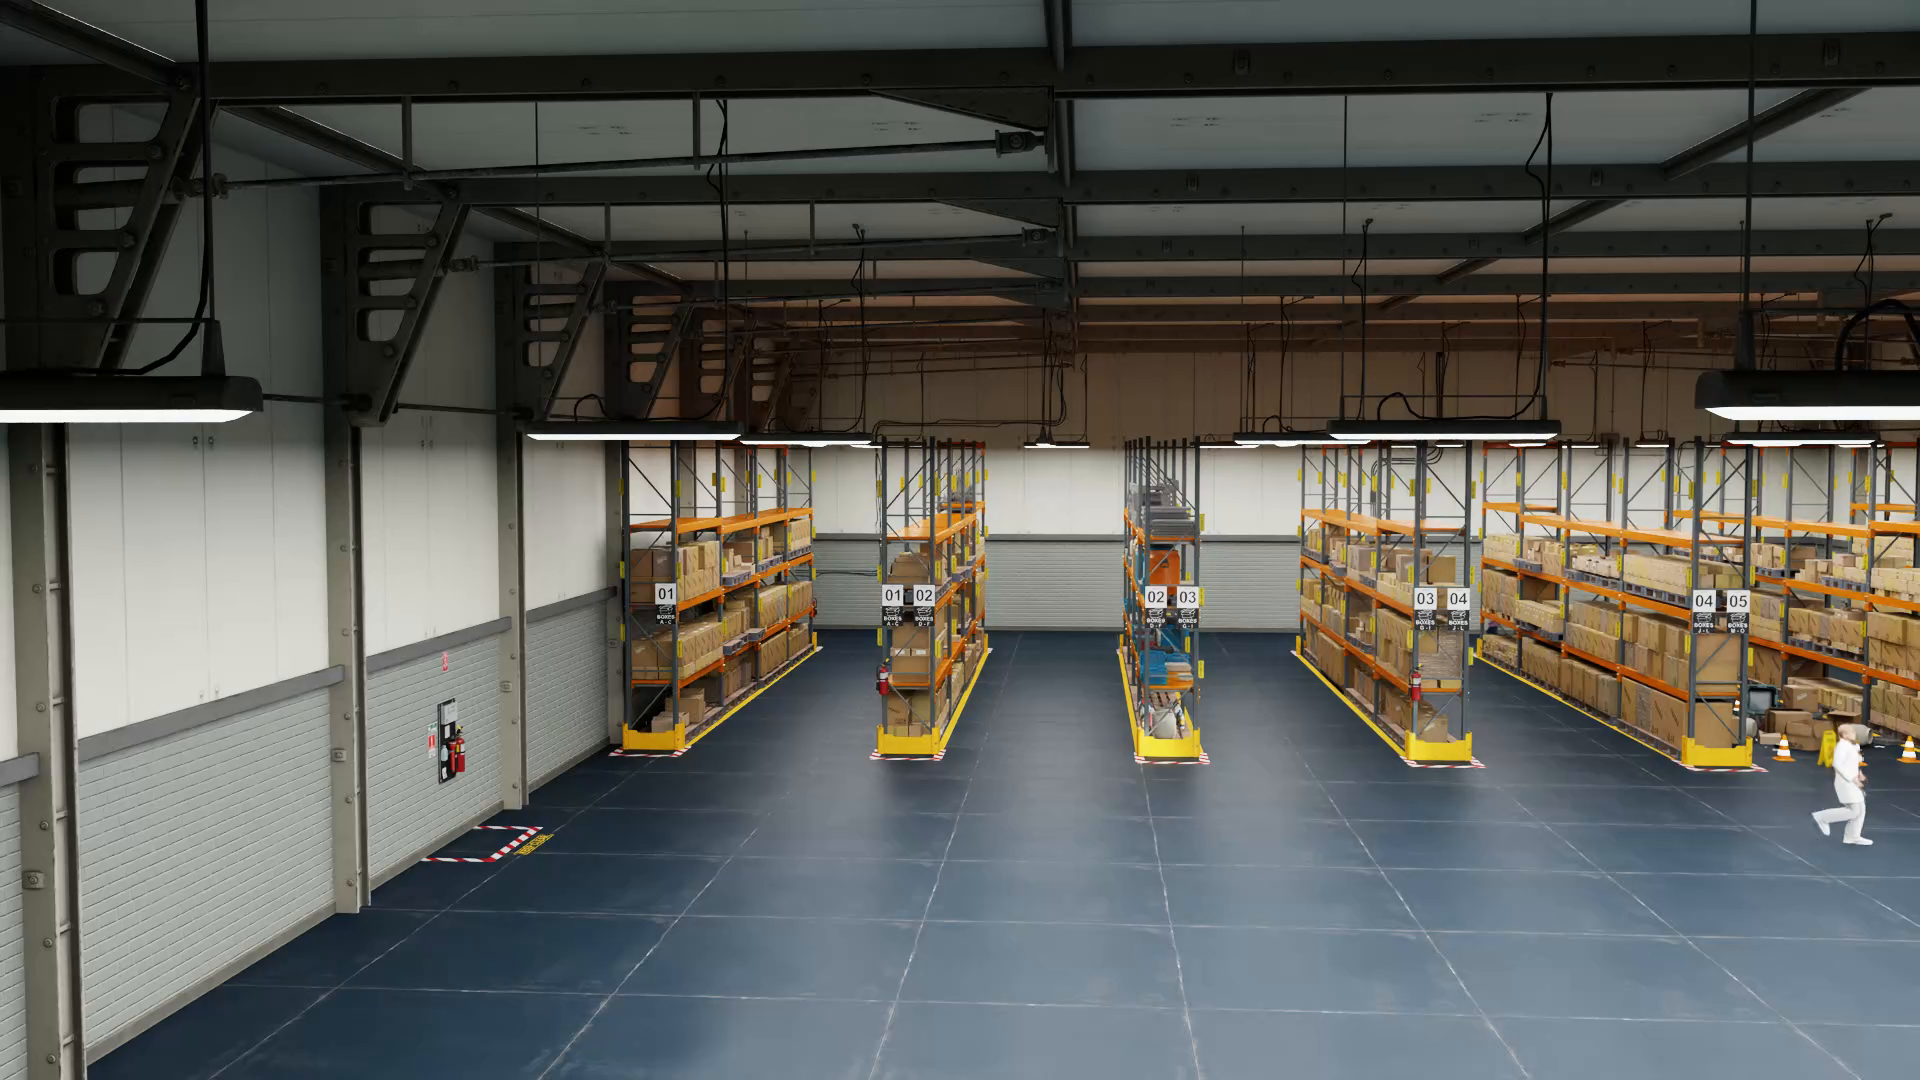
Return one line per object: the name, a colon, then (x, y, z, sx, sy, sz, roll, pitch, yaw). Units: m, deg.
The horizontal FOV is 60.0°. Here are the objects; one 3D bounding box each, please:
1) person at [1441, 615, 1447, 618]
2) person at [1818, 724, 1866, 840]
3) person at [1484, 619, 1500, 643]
person: (13.088, 2.414, 45.374, 0.739, 1.756, 1.025, 0, 3, 8)
person: (12.865, 3.516, 24.232, 0.616, 1.666, 0.723, 2, 4, 30)
person: (15.242, 2.416, 47.691, 0.931, 1.503, 0.615, 2, 4, 37)
